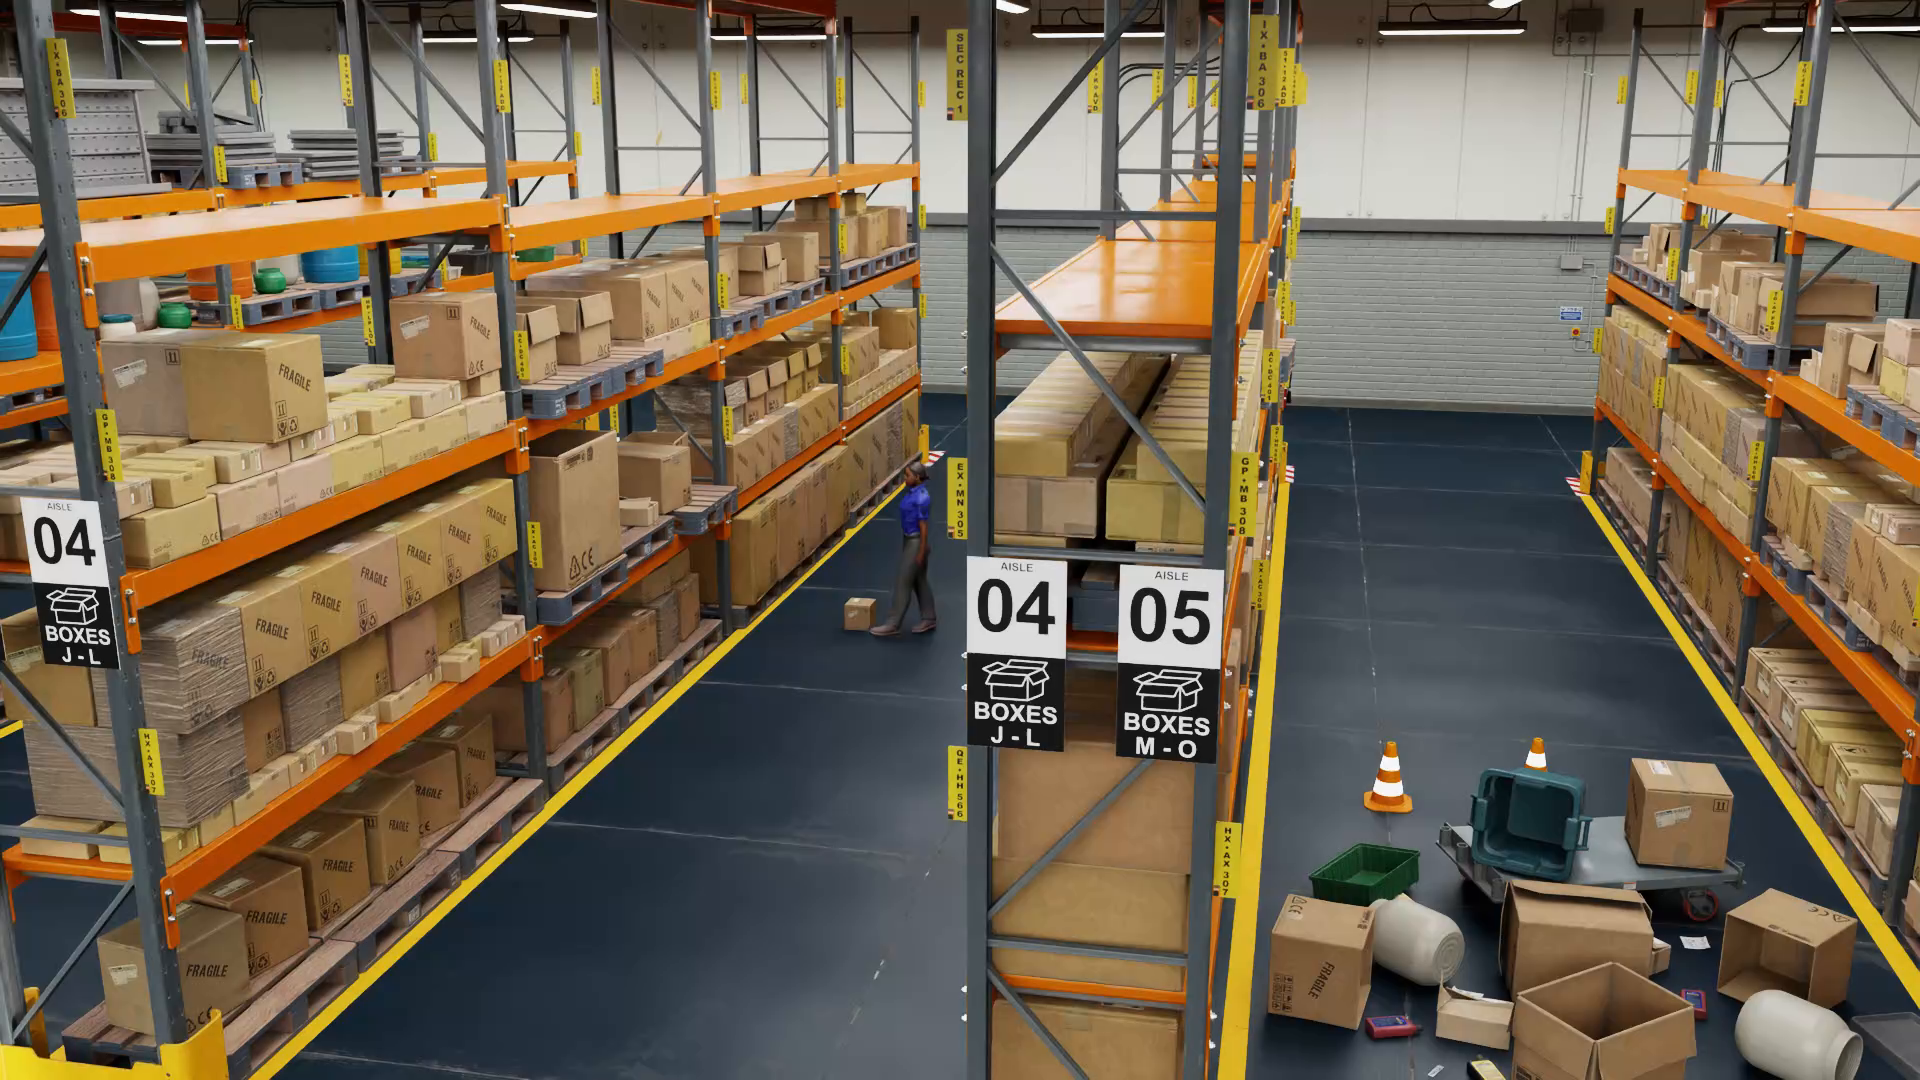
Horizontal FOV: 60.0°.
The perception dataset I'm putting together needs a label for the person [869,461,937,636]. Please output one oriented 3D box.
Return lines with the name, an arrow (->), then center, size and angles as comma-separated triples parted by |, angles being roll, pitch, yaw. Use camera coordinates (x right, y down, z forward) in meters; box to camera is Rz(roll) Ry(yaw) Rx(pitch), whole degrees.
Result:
person -> -0.549, 0.078, 15.698 | 0.682, 1.655, 0.479 | -3, 15, -11
